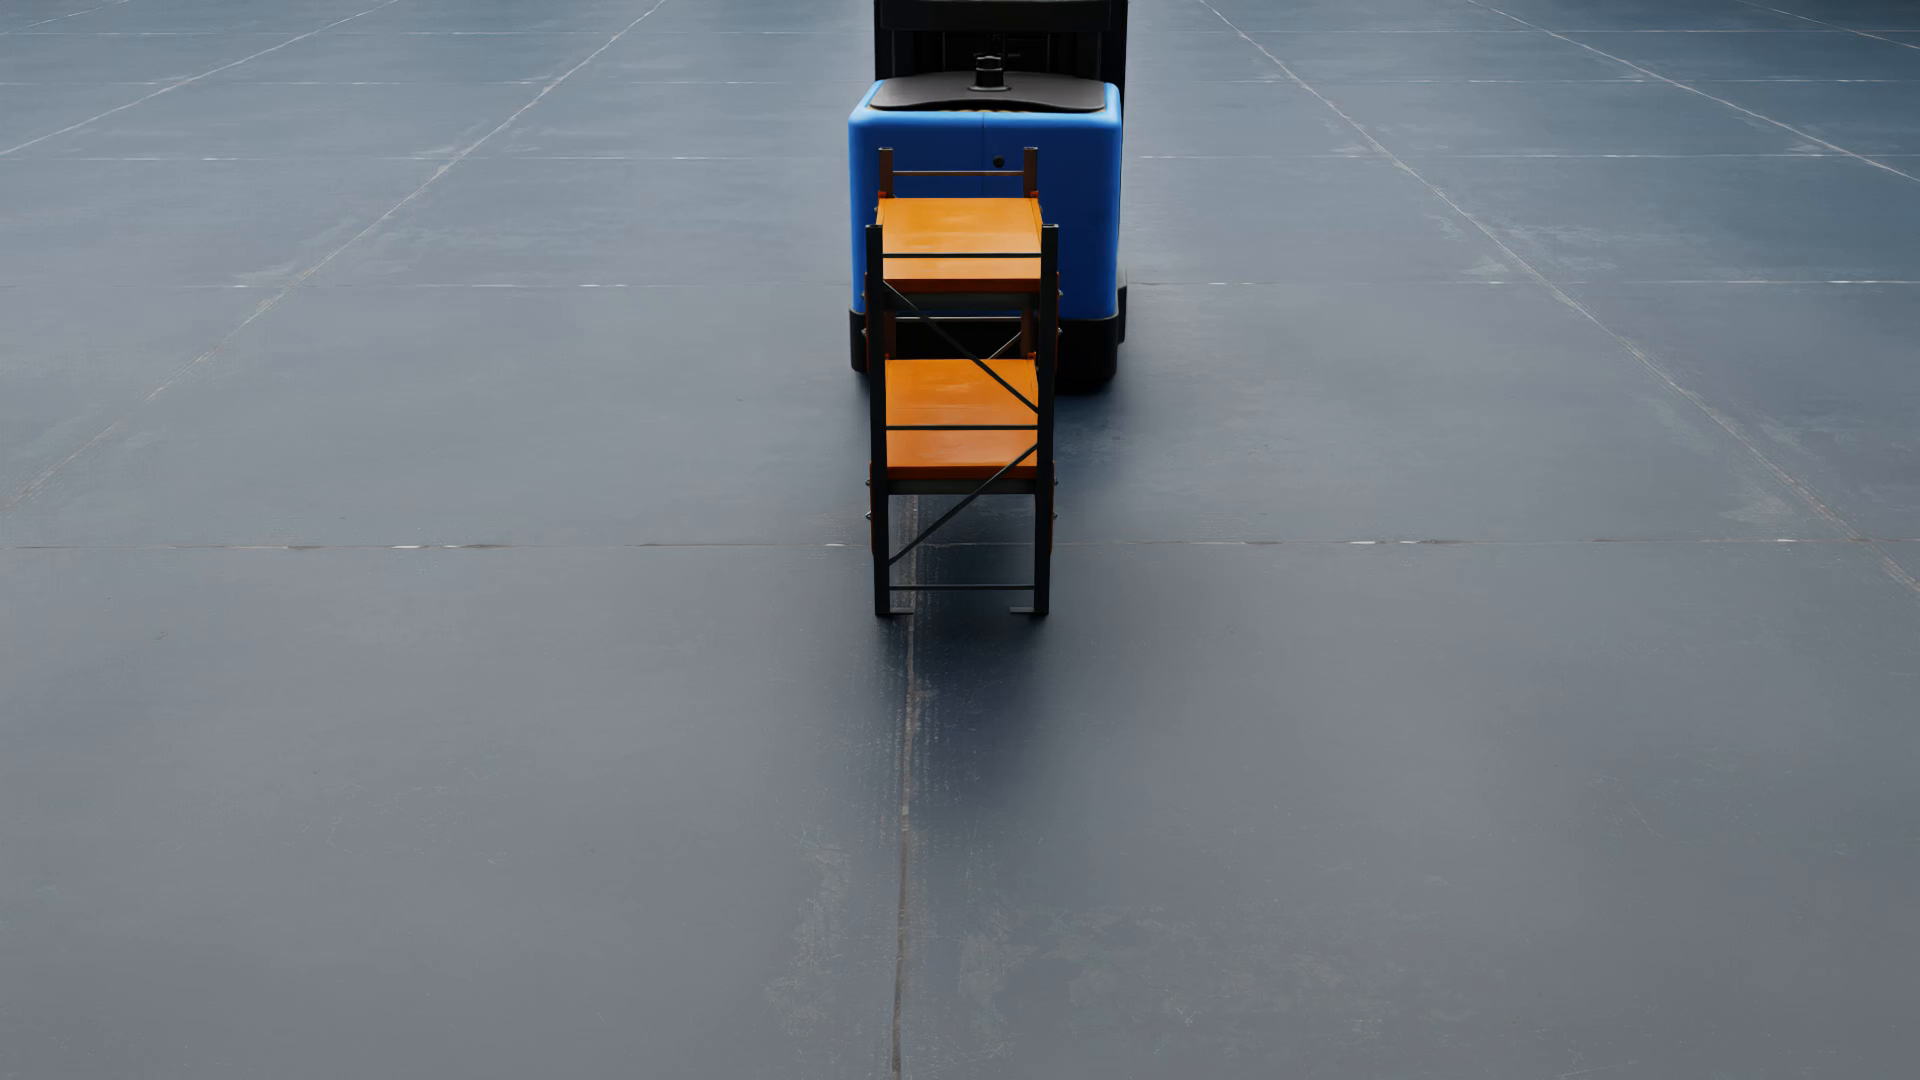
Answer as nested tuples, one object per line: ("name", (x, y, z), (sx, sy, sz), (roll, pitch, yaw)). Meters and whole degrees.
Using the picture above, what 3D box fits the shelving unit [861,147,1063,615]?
("shelving unit", (0.000, -0.515, 5.024), (0.538, 1.125, 1.048), (0, 24, -1))

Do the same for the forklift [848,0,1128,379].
("forklift", (0.192, -2.527, 7.280), (1.130, 2.935, 3.031), (2, 24, 4))

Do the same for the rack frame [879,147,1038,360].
("rack frame", (-0.006, -0.725, 5.487), (0.500, 1.125, 0.032), (0, 24, -1))

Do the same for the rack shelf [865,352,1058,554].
("rack shelf", (0.000, -0.293, 5.125), (0.538, 0.278, 1.000), (0, 24, -1))

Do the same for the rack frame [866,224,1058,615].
("rack frame", (0.005, -0.306, 4.561), (0.500, 1.125, 0.032), (0, 24, -1))

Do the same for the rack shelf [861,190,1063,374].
("rack shelf", (0.000, -0.782, 4.904), (0.538, 0.278, 1.000), (0, 24, -1))
